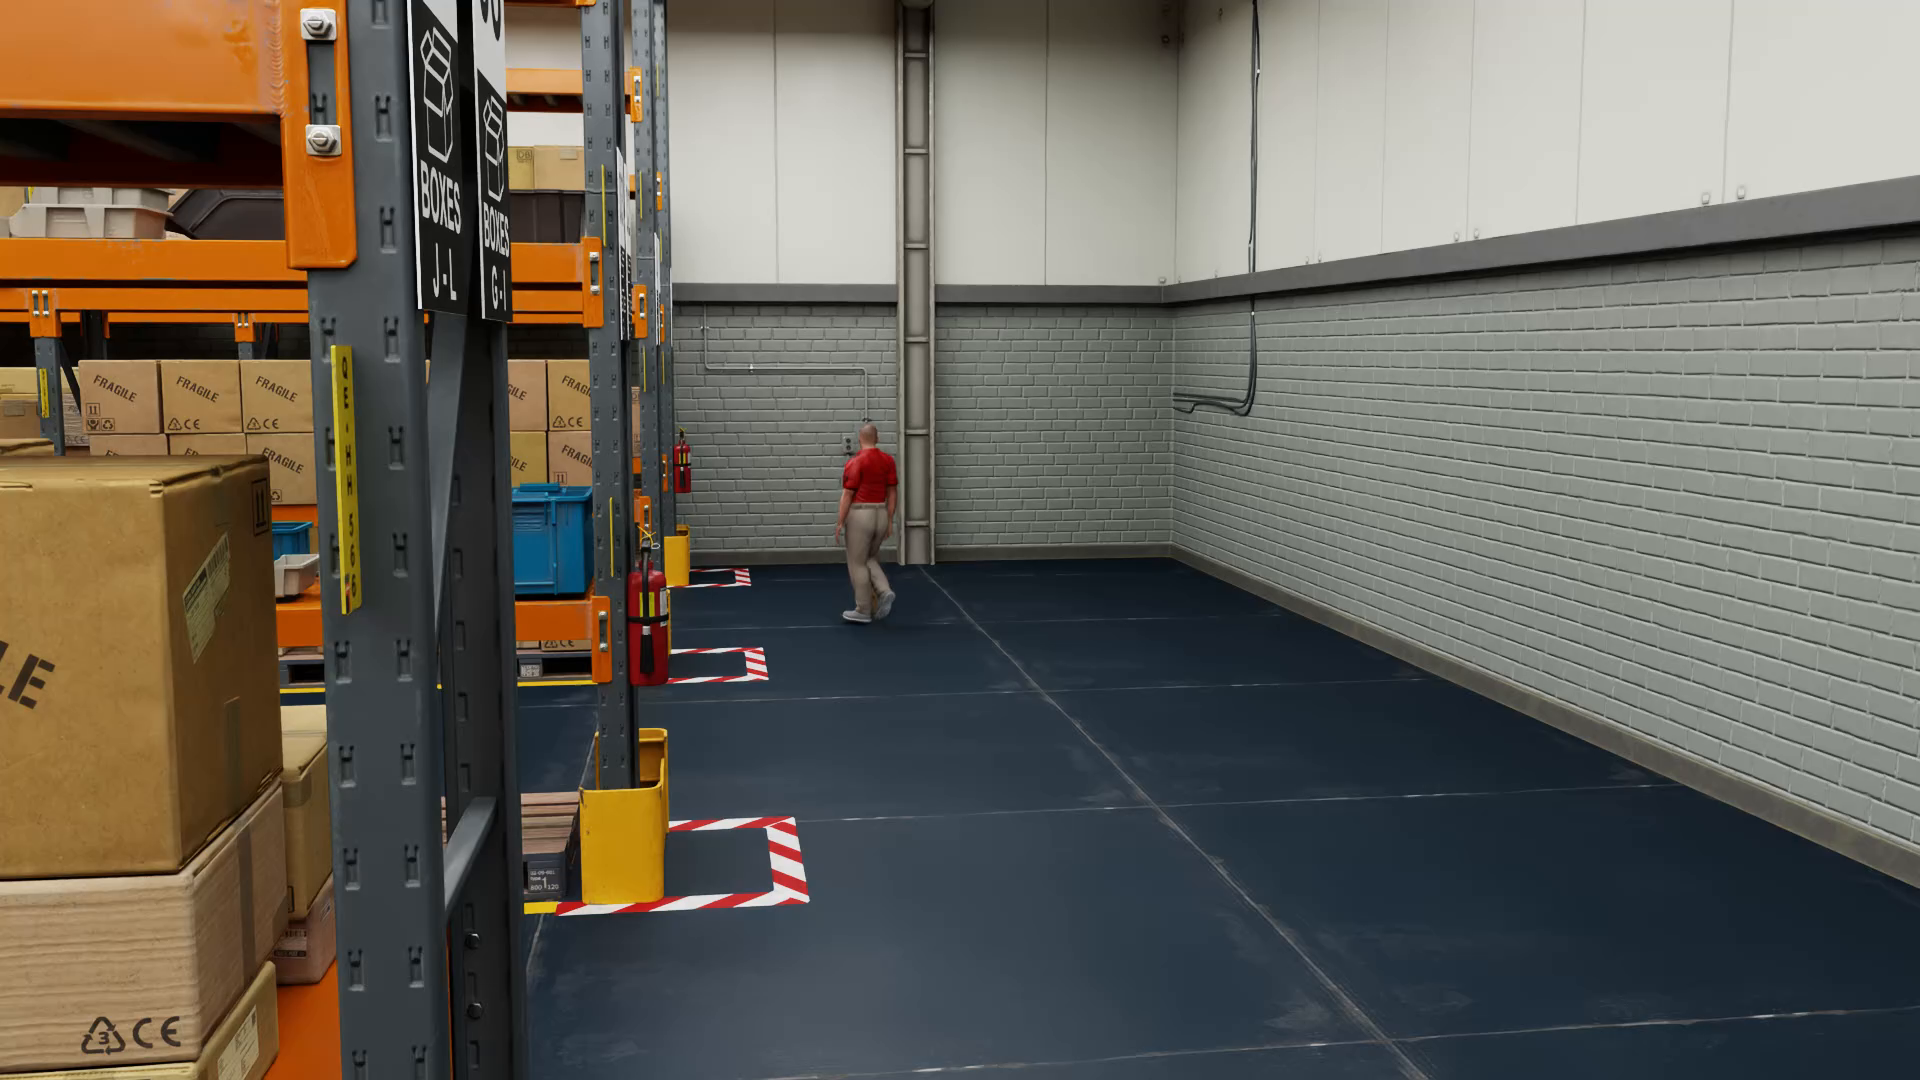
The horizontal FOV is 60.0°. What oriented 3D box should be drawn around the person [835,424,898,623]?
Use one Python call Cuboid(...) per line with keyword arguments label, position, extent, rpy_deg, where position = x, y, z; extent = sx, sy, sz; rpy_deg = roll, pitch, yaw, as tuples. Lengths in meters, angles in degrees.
Cuboid(label="person", position=(-0.820, -0.146, 14.401), extent=(0.485, 1.719, 0.545), rpy_deg=(6, 9, 41))
